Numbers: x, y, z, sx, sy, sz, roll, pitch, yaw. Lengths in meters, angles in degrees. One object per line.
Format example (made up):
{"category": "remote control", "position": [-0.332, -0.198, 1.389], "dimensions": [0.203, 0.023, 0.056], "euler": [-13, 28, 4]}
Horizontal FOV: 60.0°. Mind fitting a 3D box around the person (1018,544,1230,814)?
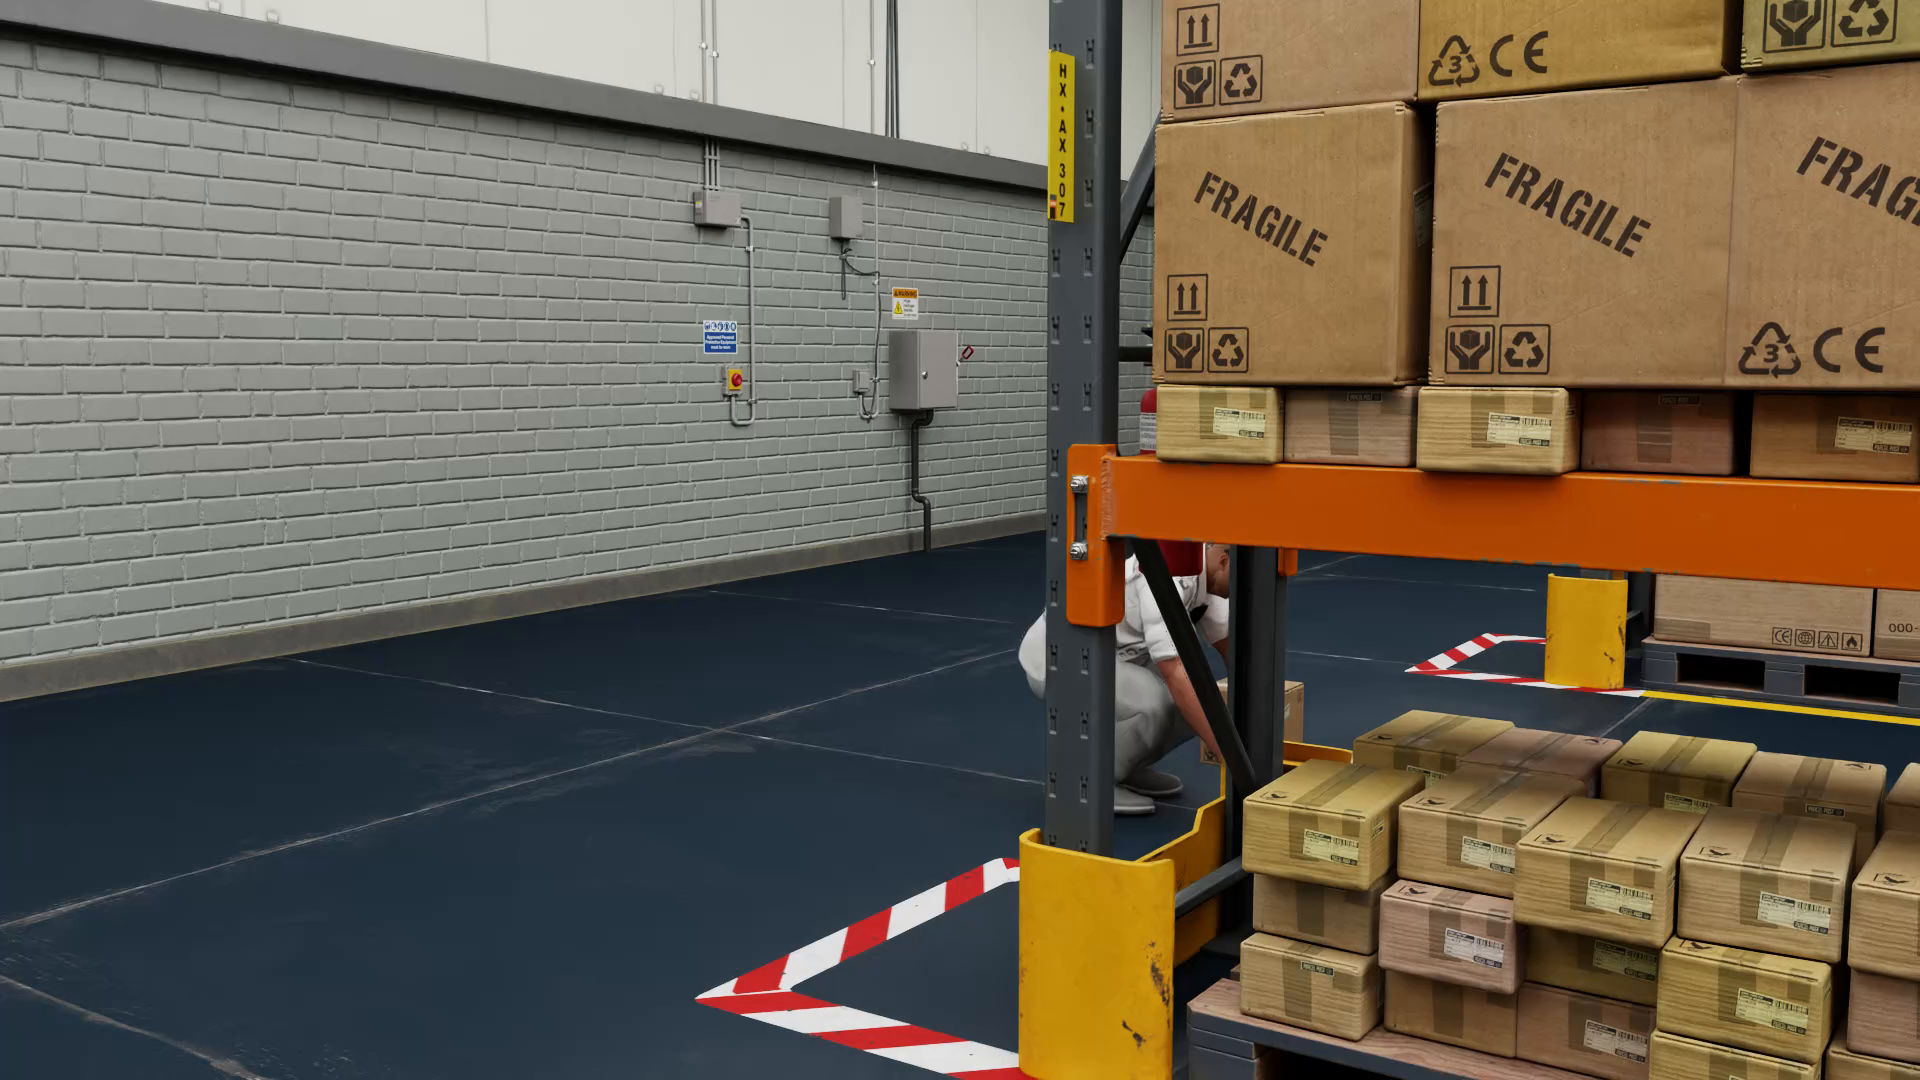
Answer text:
{"category": "person", "position": [0.659, 0.395, 5.590], "dimensions": [0.910, 1.009, 0.557], "euler": [4, 8, 33]}
